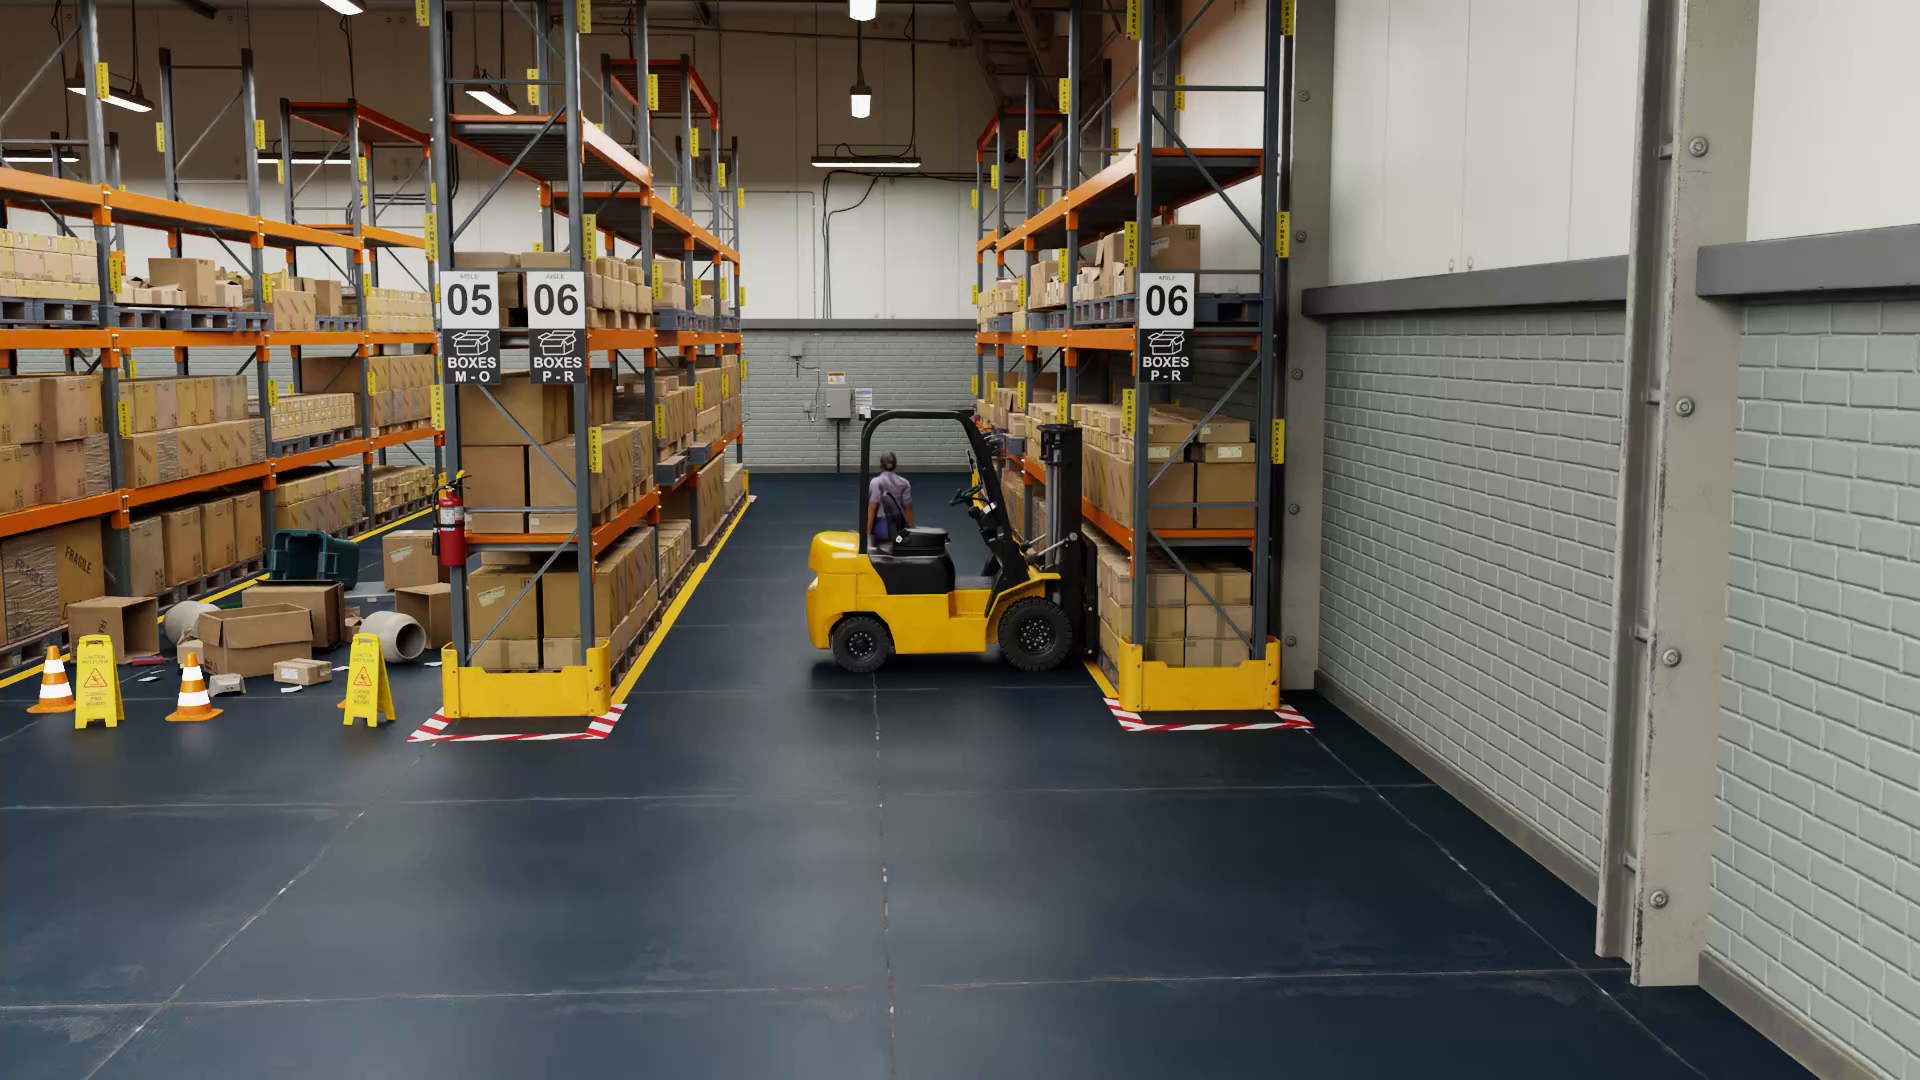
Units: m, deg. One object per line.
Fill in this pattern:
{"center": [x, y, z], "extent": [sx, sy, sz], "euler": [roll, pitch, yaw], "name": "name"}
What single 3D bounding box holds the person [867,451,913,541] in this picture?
{"center": [-0.662, -0.031, 16.095], "extent": [0.556, 1.638, 0.558], "euler": [-5, 9, -36], "name": "person"}
